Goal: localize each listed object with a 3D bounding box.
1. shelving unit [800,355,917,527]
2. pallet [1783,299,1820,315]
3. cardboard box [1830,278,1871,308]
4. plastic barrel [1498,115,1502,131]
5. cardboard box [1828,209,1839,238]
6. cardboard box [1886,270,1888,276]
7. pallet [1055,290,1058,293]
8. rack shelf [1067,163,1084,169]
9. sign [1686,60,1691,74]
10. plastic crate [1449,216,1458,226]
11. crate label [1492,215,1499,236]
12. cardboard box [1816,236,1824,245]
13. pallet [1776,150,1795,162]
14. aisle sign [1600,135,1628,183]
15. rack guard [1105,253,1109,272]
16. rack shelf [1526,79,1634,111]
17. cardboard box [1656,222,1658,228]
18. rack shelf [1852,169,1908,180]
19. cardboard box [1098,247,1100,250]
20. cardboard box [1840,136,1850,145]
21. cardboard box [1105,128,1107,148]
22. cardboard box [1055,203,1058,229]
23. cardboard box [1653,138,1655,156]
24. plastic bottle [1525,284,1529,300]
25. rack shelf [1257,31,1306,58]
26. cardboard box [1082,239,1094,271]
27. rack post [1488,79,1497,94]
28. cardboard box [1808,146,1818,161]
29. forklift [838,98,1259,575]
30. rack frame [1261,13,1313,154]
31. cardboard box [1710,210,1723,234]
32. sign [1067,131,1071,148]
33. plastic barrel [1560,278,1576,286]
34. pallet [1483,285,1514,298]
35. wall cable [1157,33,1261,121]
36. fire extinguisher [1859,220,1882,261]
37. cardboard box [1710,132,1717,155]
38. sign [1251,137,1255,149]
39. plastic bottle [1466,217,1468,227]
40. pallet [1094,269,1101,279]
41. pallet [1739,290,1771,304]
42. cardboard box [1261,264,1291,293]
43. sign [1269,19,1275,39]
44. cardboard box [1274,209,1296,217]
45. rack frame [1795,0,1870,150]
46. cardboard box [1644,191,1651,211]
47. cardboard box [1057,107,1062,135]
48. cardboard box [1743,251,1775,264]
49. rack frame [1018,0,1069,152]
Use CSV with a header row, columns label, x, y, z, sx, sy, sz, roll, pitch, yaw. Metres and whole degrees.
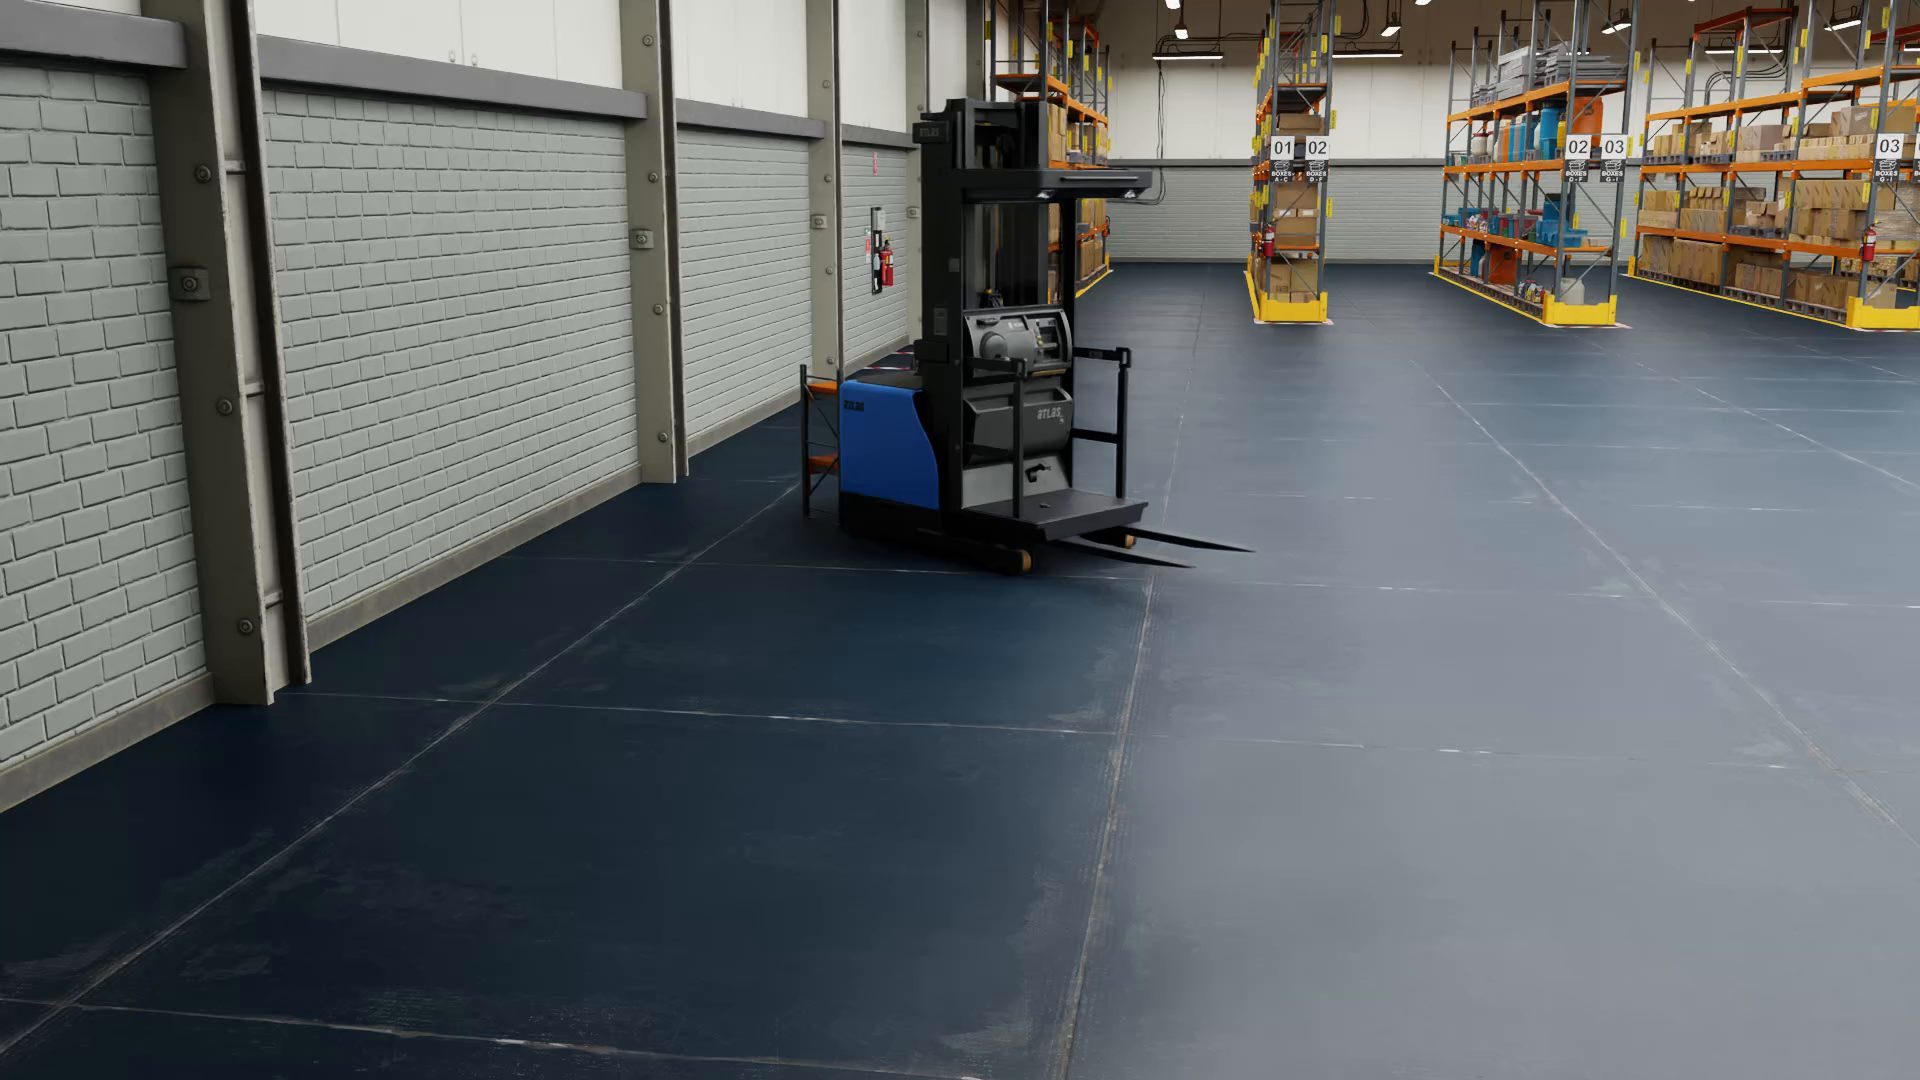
label,x,y,z,sx,sy,sz,roll,pitch,yaw
shelving unit,-0.599,-0.753,12.314,1.048,1.125,0.538,-10,16,-39
pallet,16.273,-4.400,31.411,1.003,0.211,1.213,2,12,9
cardboard box,16.011,-4.440,29.912,0.500,0.500,0.500,3,13,14
plastic barrel,12.566,-9.287,38.159,0.600,0.901,0.708,2,12,9
cardboard box,15.915,-5.590,29.371,0.875,0.500,0.500,2,12,9
cardboard box,22.303,-6.344,39.580,0.380,0.149,0.250,2,12,10
pallet,1.776,-5.185,35.052,1.003,0.211,1.213,2,12,9
rack shelf,1.965,-7.917,35.697,1.077,0.370,4.000,2,12,9
sign,17.027,-11.060,38.859,0.100,0.325,0.005,2,12,9
plastic crate,12.680,-8.133,42.368,0.416,0.233,0.300,2,12,9
crate label,11.642,-6.717,35.457,0.502,0.435,0.616,2,12,9
cardboard box,15.793,-5.434,30.185,0.380,0.149,0.250,2,12,9
pallet,16.541,-7.404,32.056,1.213,0.211,1.003,2,12,9
aisle sign,11.110,-6.479,28.265,0.394,0.787,0.004,2,12,9
rack guard,3.507,-7.667,45.883,1.175,0.500,0.348,2,12,9
rack shelf,11.139,-8.034,30.070,1.077,0.370,4.000,2,12,9
cardboard box,17.532,-7.842,41.356,0.380,0.149,0.250,2,12,10
rack shelf,22.764,-8.919,40.347,1.077,0.370,4.000,2,12,9
cardboard box,3.341,-7.510,44.155,0.700,0.500,0.500,1,12,7
cardboard box,15.667,-6.998,29.136,0.380,0.149,0.250,1,12,6
cardboard box,3.660,-10.737,44.415,0.500,0.500,0.500,2,12,8
cardboard box,1.584,-6.156,31.467,0.500,0.500,0.500,1,12,7
cardboard box,18.159,-10.062,42.471,0.700,0.500,0.500,1,12,5
plastic bottle,10.817,-4.725,31.703,0.061,0.283,0.133,2,12,11
rack shelf,8.091,-12.514,42.017,1.077,0.370,4.000,2,12,9
cardboard box,2.917,-7.066,41.268,0.750,0.750,0.750,2,12,9
rack post,12.133,-9.946,36.462,0.954,0.300,0.937,2,12,9
cardboard box,15.942,-7.102,30.563,0.500,0.250,0.500,2,12,8
forklift,0.533,-1.334,10.726,1.130,2.935,3.031,-12,17,-43
rack frame,7.168,-9.992,36.496,1.000,3.000,0.127,2,12,9
cardboard box,16.870,-7.000,36.619,0.500,0.500,0.500,2,12,8
sign,2.195,-8.089,33.561,0.100,0.325,0.005,2,12,9
plastic barrel,10.934,-4.465,30.002,0.421,0.512,0.421,0,12,0
pallet,11.905,-5.375,35.931,1.003,0.211,1.213,2,12,9
wall cable,7.399,-13.846,49.763,3.097,2.526,0.112,2,12,9
fire extinguisher,15.253,-5.025,27.875,0.296,0.674,0.183,2,12,9
cardboard box,17.249,-8.885,37.241,0.797,0.503,0.637,2,12,8
sign,7.862,-10.635,44.529,0.100,0.325,0.005,2,12,9
plastic bottle,12.199,-7.611,39.966,0.061,0.283,0.133,2,12,9
pallet,3.082,-6.844,42.750,1.003,0.211,1.213,2,12,9
pallet,16.644,-4.958,33.999,1.003,0.211,1.213,2,12,9
cardboard box,5.726,-4.743,30.130,0.500,0.500,0.500,2,12,9
sign,5.404,-8.842,28.757,0.100,0.325,0.005,2,12,9
cardboard box,5.808,-5.845,29.720,0.380,0.149,0.250,2,12,8
rack frame,16.341,-8.837,31.140,1.000,3.000,0.127,2,12,9
cardboard box,17.769,-8.646,42.362,0.500,0.500,0.500,2,12,7
cardboard box,1.705,-8.063,32.010,0.500,0.500,0.500,1,12,7
cardboard box,16.883,-5.956,35.122,0.500,0.250,0.500,2,12,11
rack frame,1.658,-9.319,33.374,1.000,3.000,0.127,2,12,9
